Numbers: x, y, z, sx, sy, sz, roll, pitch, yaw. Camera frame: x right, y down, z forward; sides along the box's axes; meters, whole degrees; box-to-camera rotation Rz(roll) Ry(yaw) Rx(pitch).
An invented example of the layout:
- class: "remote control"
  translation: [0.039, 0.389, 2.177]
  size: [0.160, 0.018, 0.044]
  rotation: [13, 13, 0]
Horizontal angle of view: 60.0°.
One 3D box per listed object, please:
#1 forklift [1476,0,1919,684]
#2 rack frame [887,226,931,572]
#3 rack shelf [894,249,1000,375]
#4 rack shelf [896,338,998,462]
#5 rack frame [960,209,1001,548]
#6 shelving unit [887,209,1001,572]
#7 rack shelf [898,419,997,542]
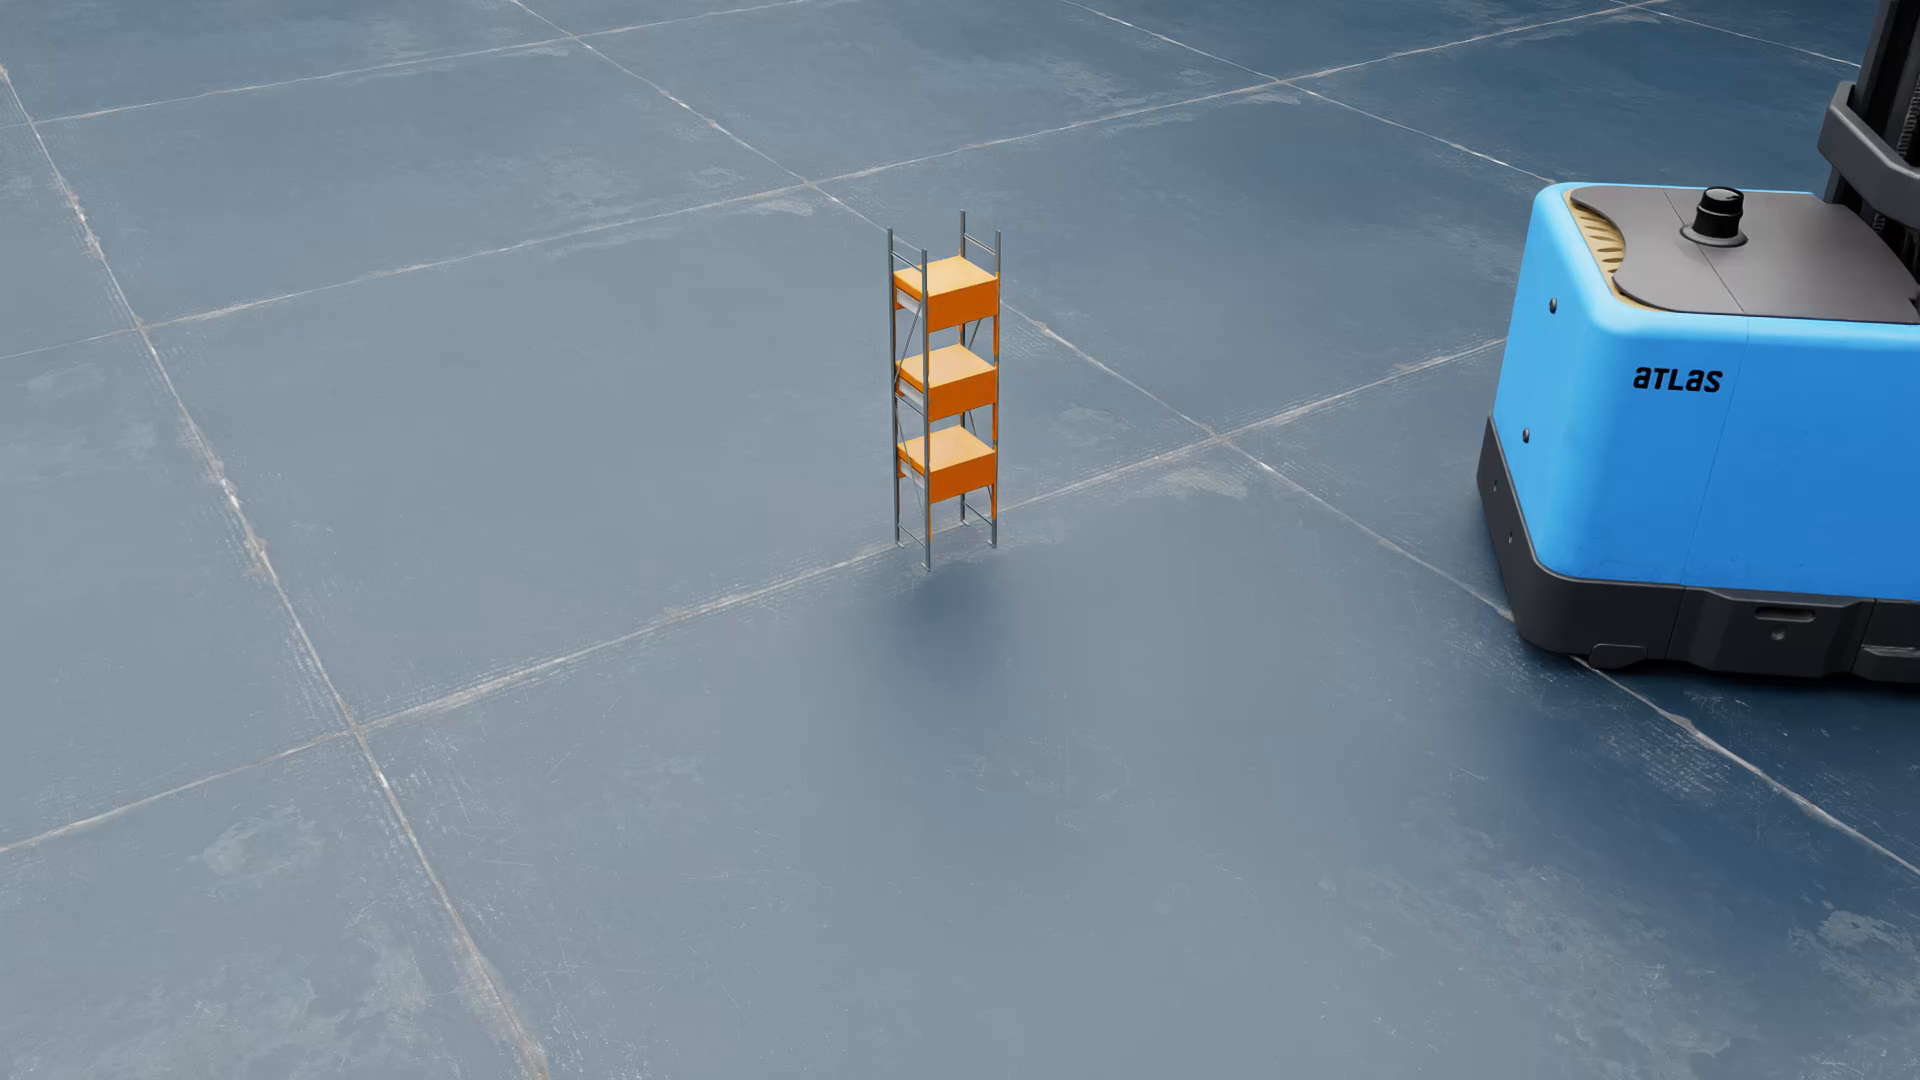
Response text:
- class: "forklift"
  translation: [3.136, -1.050, 4.168]
  size: [3.031, 2.935, 1.130]
  rotation: [4, 32, 6]
- class: "rack frame"
  translation: [-0.148, -0.393, 4.889]
  size: [0.008, 1.050, 0.200]
  rotation: [-19, 37, -27]
- class: "rack shelf"
  translation: [-0.045, -0.660, 4.800]
  size: [0.240, 0.259, 0.215]
  rotation: [-19, 37, -27]
- class: "rack shelf"
  translation: [-0.045, -0.420, 4.951]
  size: [0.240, 0.259, 0.215]
  rotation: [-19, 37, -27]
- class: "rack frame"
  translation: [0.058, -0.464, 5.001]
  size: [0.008, 1.050, 0.200]
  rotation: [-19, 37, -27]
- class: "shelving unit"
  translation: [-0.045, -0.429, 4.945]
  size: [0.252, 1.050, 0.215]
  rotation: [-19, 37, -27]
- class: "rack shelf"
  translation: [-0.045, -0.185, 5.099]
  size: [0.240, 0.259, 0.215]
  rotation: [-19, 37, -27]
